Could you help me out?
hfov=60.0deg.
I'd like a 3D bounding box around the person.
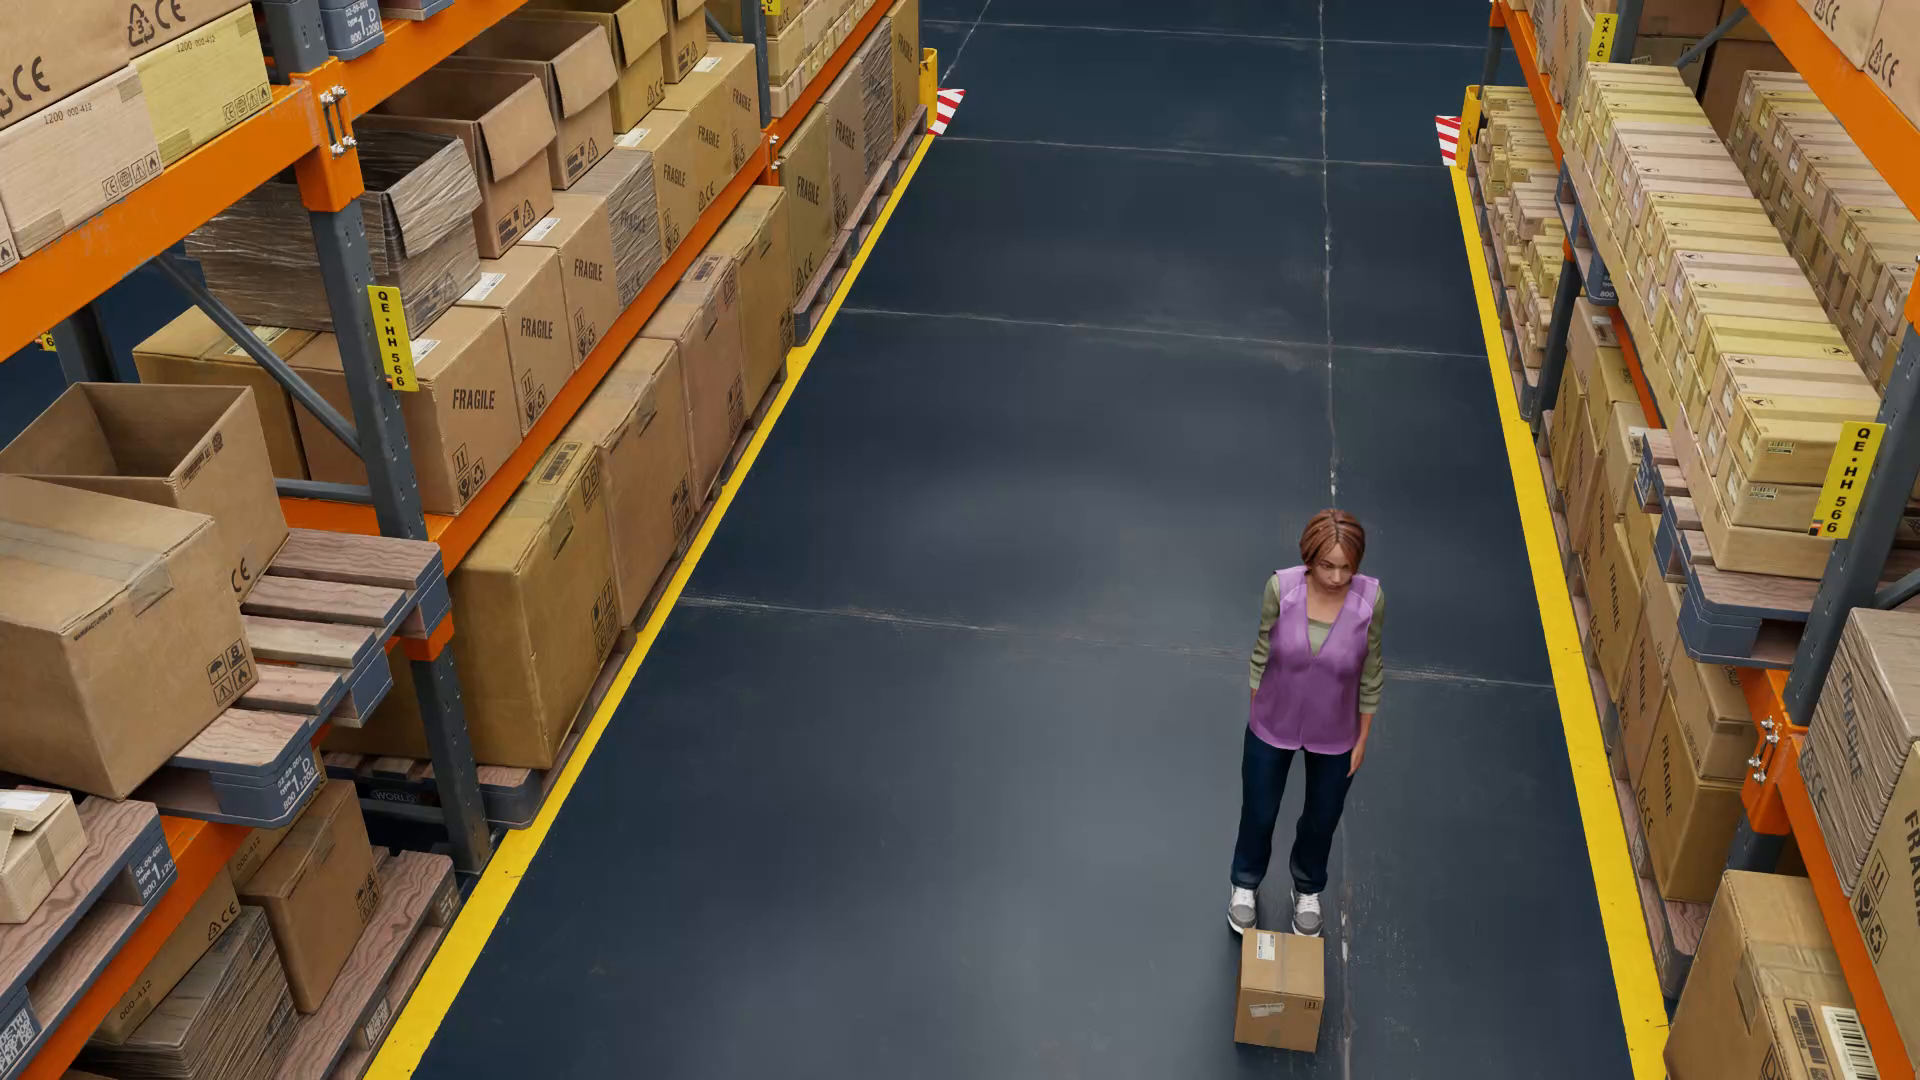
[{"bbox_3d":[1.095,0.597,5.228,0.406,1.594,0.308,6,33,9],"label":"person"}]
